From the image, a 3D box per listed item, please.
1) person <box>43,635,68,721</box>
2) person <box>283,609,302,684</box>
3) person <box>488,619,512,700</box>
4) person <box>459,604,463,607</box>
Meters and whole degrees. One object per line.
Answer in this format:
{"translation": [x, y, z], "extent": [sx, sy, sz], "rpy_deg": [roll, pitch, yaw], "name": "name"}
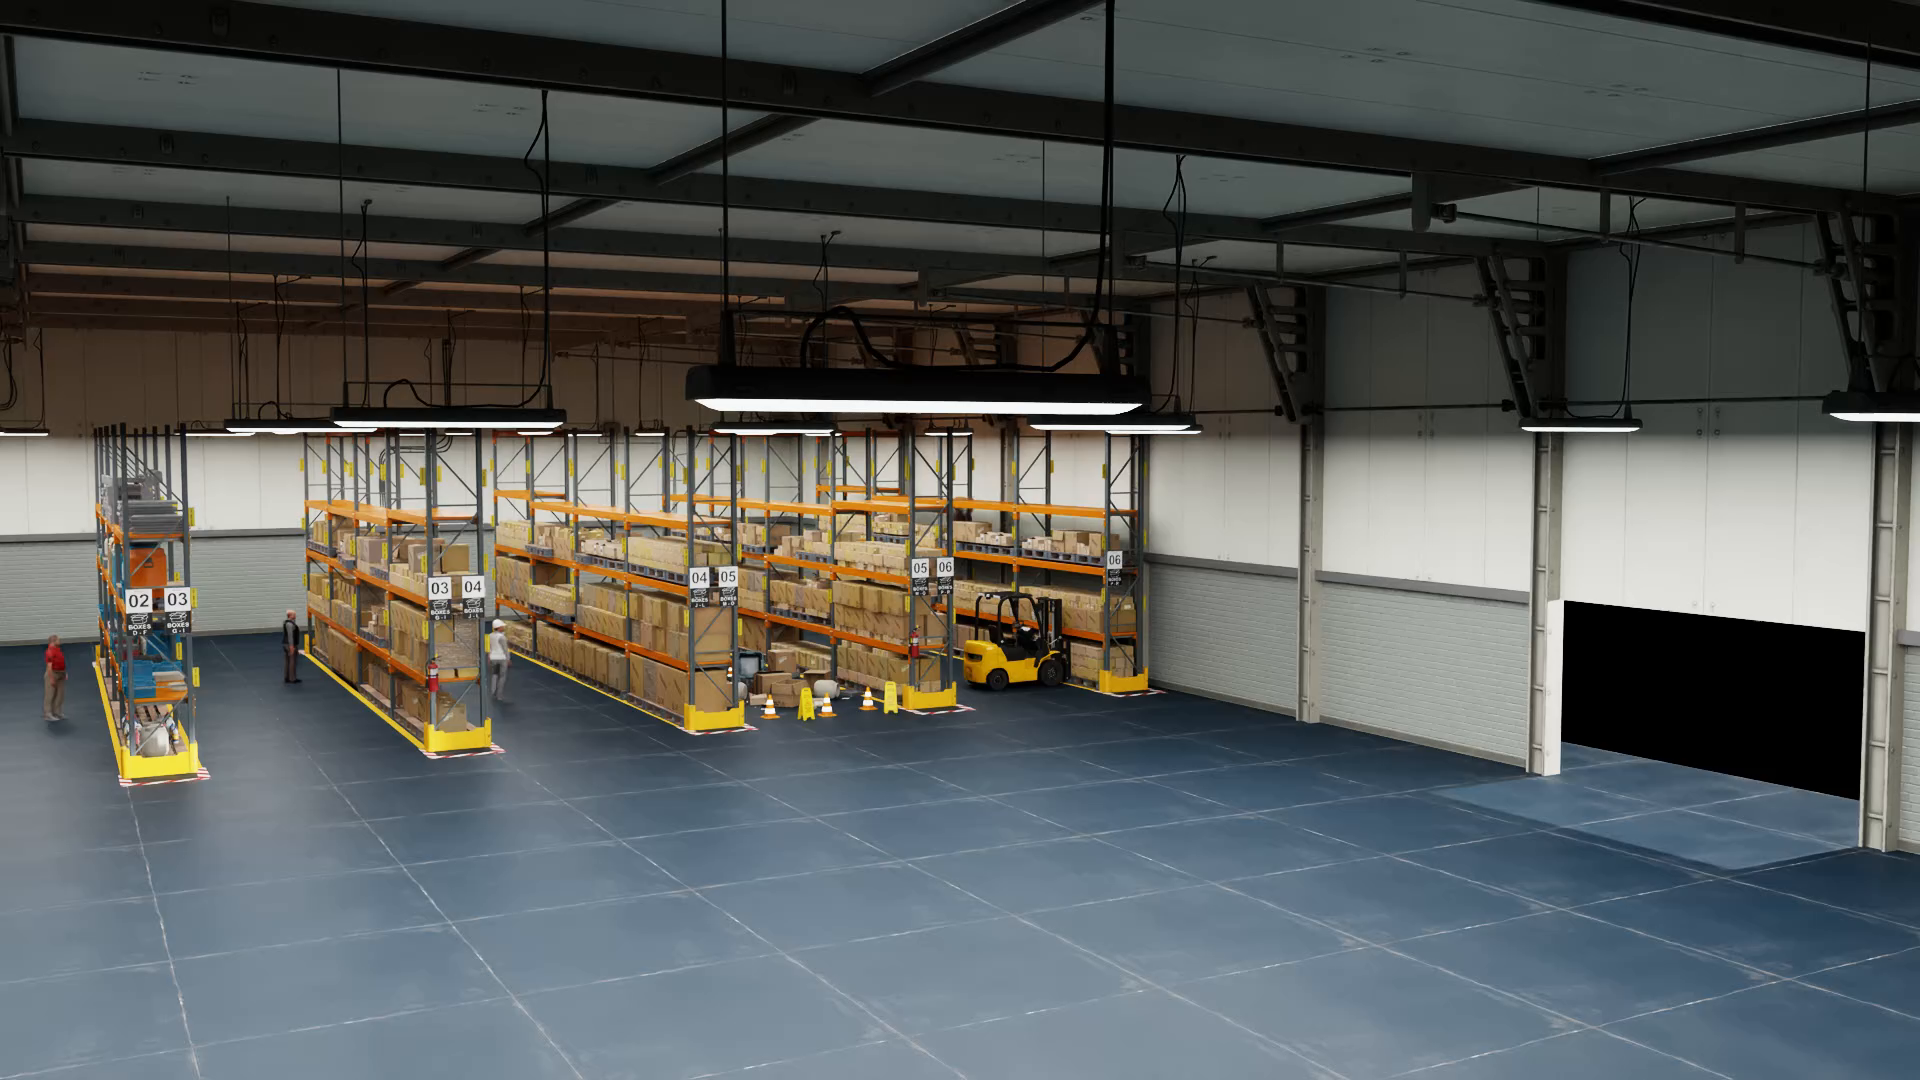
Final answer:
{"translation": [-18.471, 2.803, 33.955], "extent": [0.372, 1.746, 0.584], "rpy_deg": [0, 3, 1], "name": "person"}
{"translation": [-15.665, 2.488, 38.996], "extent": [0.381, 1.725, 0.580], "rpy_deg": [-3, 4, -38], "name": "person"}
{"translation": [-10.086, 2.625, 36.429], "extent": [0.559, 1.793, 0.481], "rpy_deg": [0, 3, 8], "name": "person"}
{"translation": [-14.105, 1.997, 47.480], "extent": [0.683, 1.727, 1.049], "rpy_deg": [0, 3, 0], "name": "person"}
